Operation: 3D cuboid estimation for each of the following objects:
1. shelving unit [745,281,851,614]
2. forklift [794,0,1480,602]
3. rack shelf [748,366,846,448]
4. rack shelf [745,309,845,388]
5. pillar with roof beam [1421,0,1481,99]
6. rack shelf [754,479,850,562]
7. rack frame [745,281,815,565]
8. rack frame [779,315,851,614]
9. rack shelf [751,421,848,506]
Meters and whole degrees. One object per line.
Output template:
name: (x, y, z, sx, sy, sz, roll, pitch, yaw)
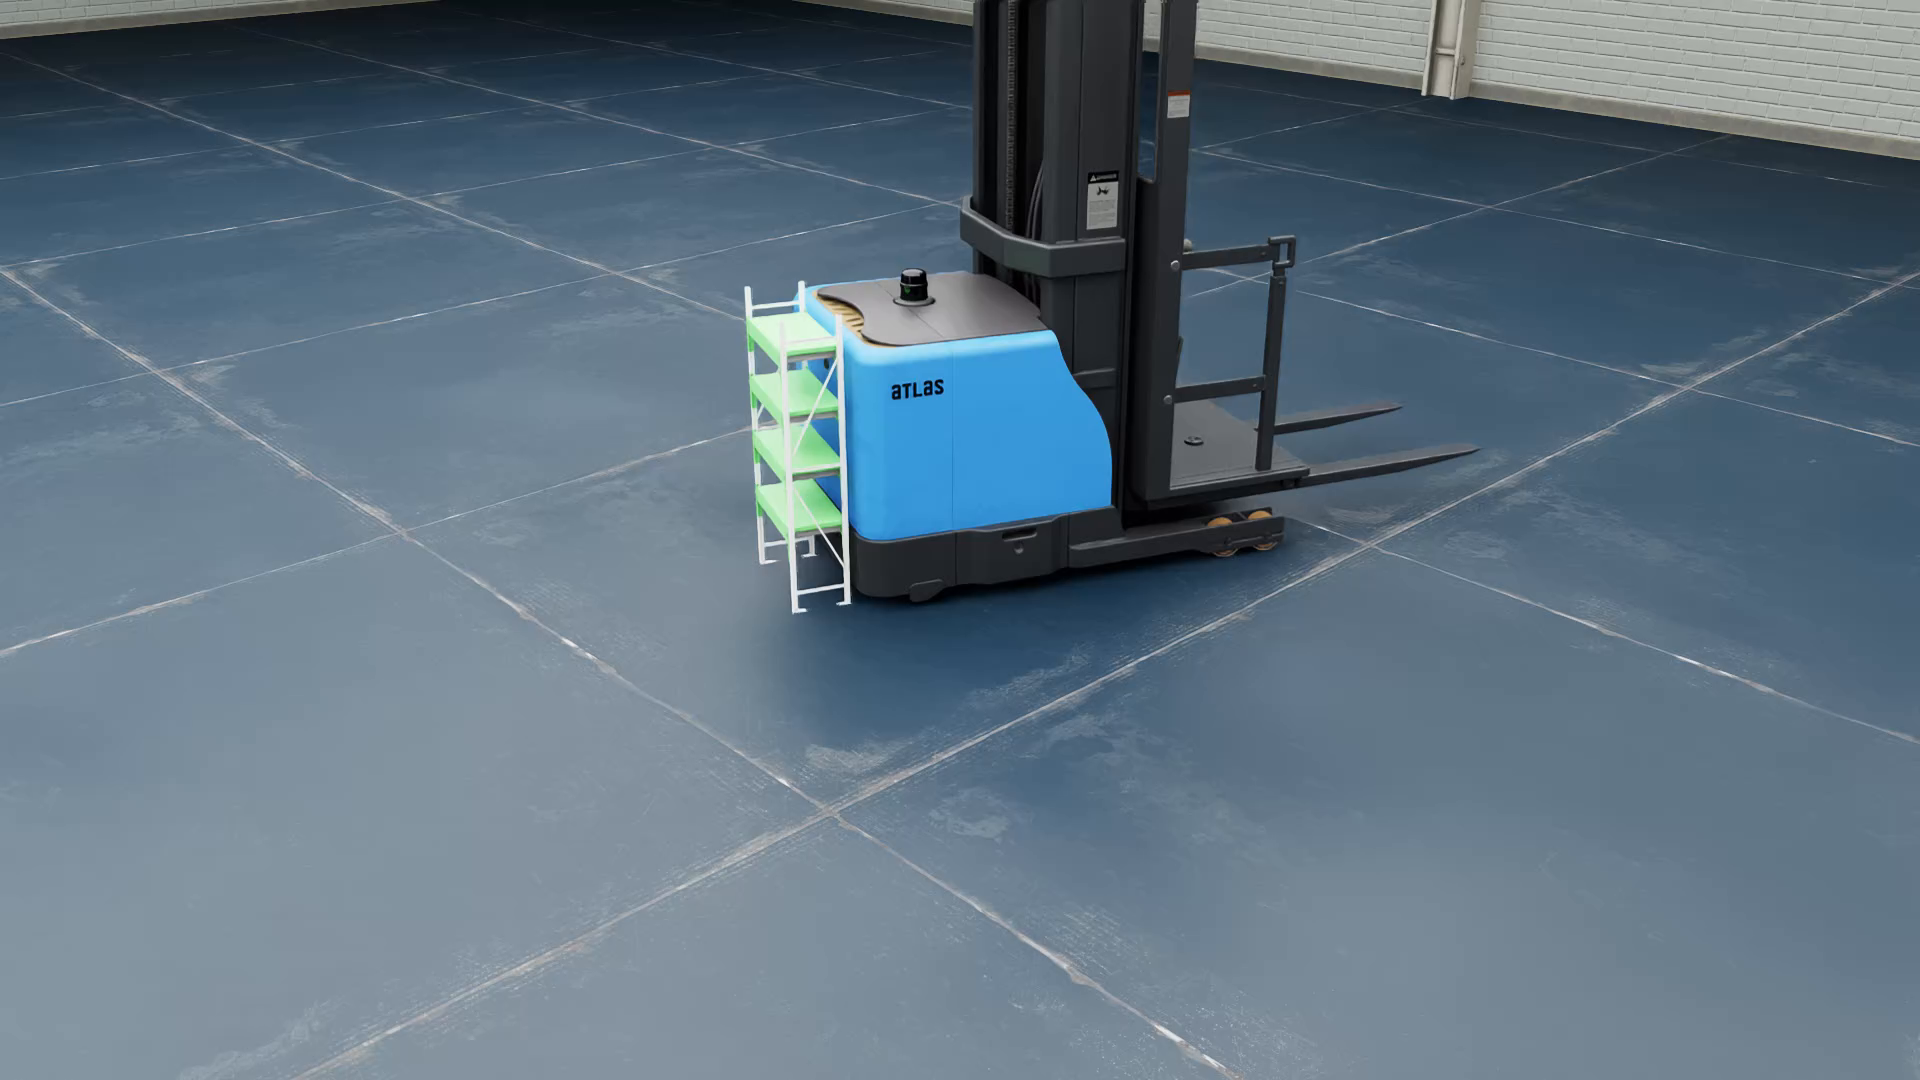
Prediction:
shelving unit: (-0.643, -0.368, 6.612, 0.258, 1.200, 0.503, -9, 26, -19)
forklift: (0.858, -1.455, 6.907, 3.031, 2.935, 1.130, -9, 26, -19)
rack shelf: (-0.643, -0.529, 6.539, 0.258, 0.148, 0.480, -9, 26, -19)
rack shelf: (-0.643, -0.747, 6.439, 0.258, 0.148, 0.480, -9, 26, -19)
pillar with roof beam: (1.969, -7.555, 12.970, 9.100, 9.000, 0.400, -21, 32, -38)
rack shelf: (-0.643, -0.092, 6.738, 0.258, 0.148, 0.480, -9, 26, -19)
rack frame: (-0.733, -0.463, 6.819, 0.240, 1.200, 0.015, -9, 26, -19)
rack frame: (-0.554, -0.274, 6.405, 0.240, 1.200, 0.015, -9, 26, -19)
rack shelf: (-0.643, -0.310, 6.639, 0.258, 0.148, 0.480, -9, 26, -19)
